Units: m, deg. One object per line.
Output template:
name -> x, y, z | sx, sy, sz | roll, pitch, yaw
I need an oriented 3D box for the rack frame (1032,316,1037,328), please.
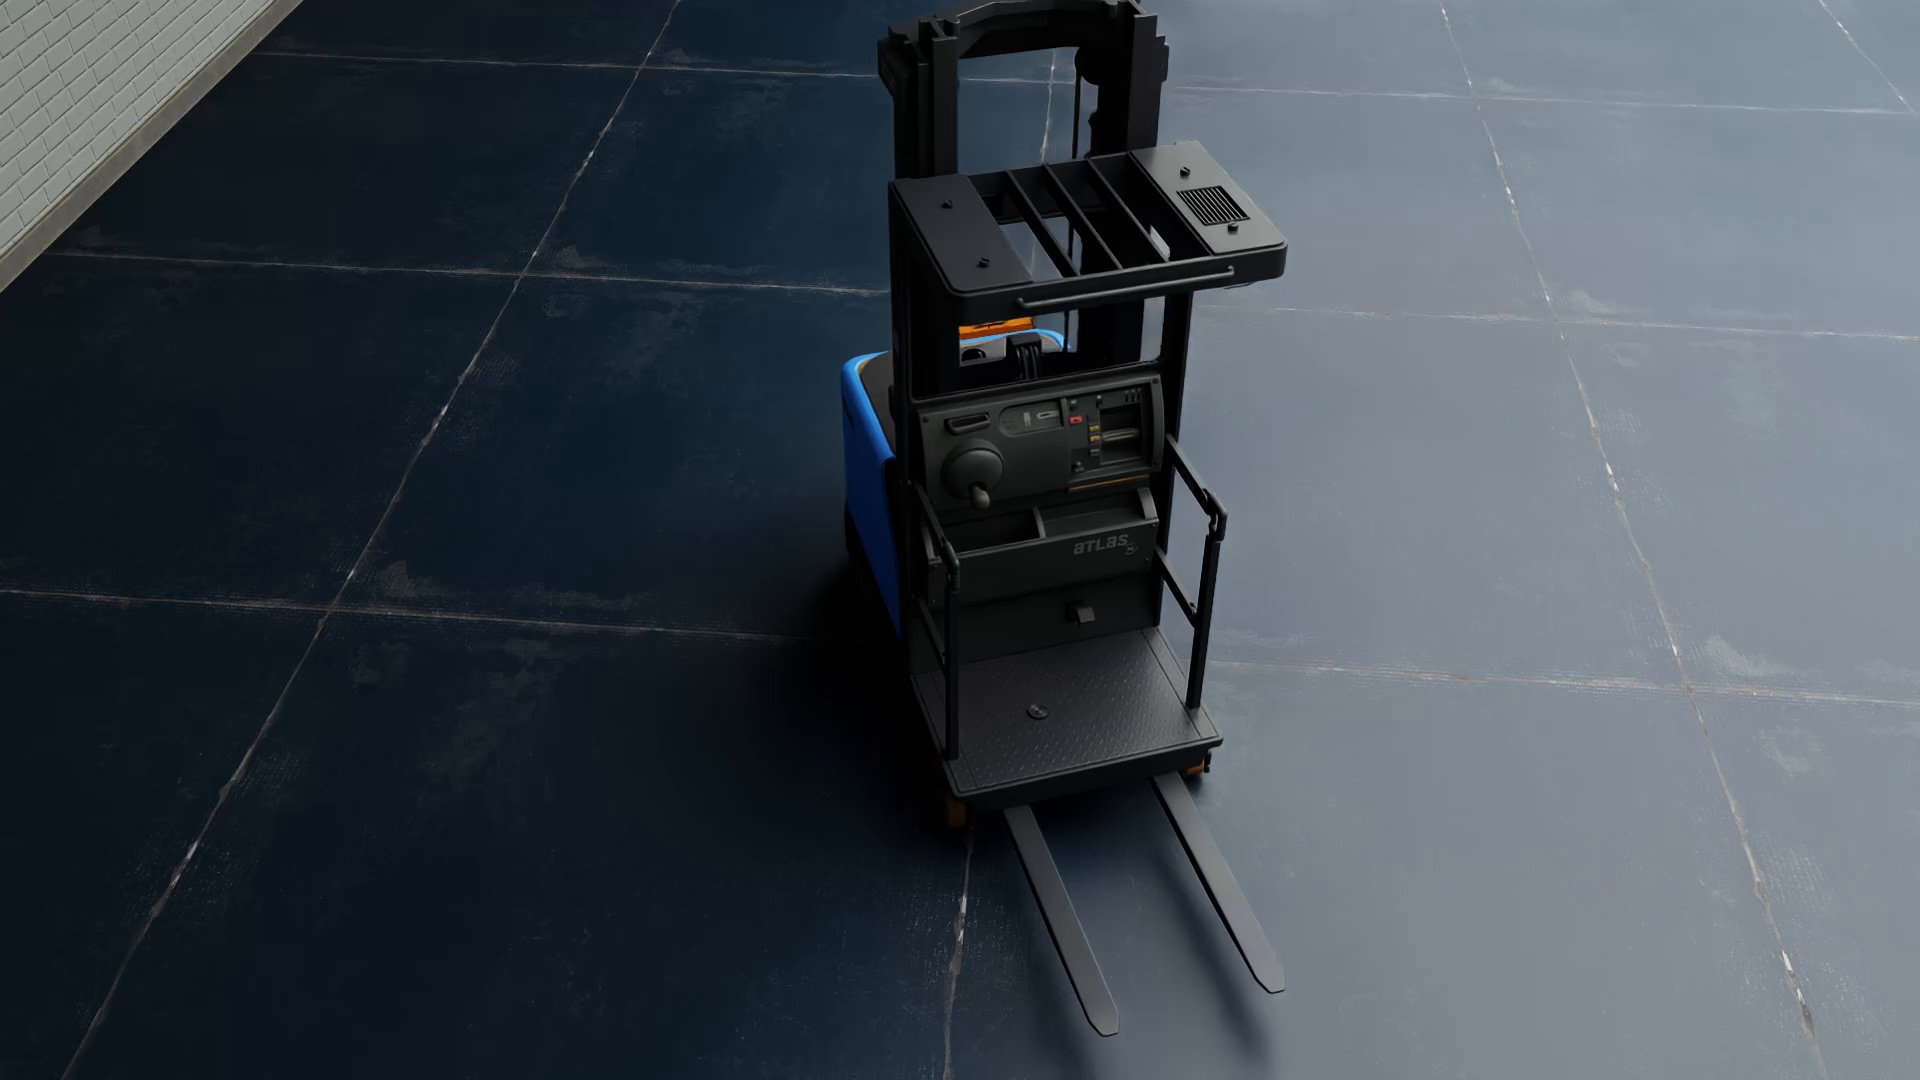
rack frame -> 0.304, -0.697, 7.826 | 0.015, 1.200, 0.240 | -10, 40, -13

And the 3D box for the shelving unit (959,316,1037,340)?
shelving unit -> 0.069, -0.654, 7.772 | 0.503, 1.200, 0.258 | -10, 40, -13

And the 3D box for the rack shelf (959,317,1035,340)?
rack shelf -> 0.069, -0.959, 7.525 | 0.480, 0.148, 0.258 | -10, 40, -13

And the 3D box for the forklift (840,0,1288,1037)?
forklift -> 0.369, -0.286, 5.950 | 1.130, 2.935, 3.031 | -10, 40, -13
